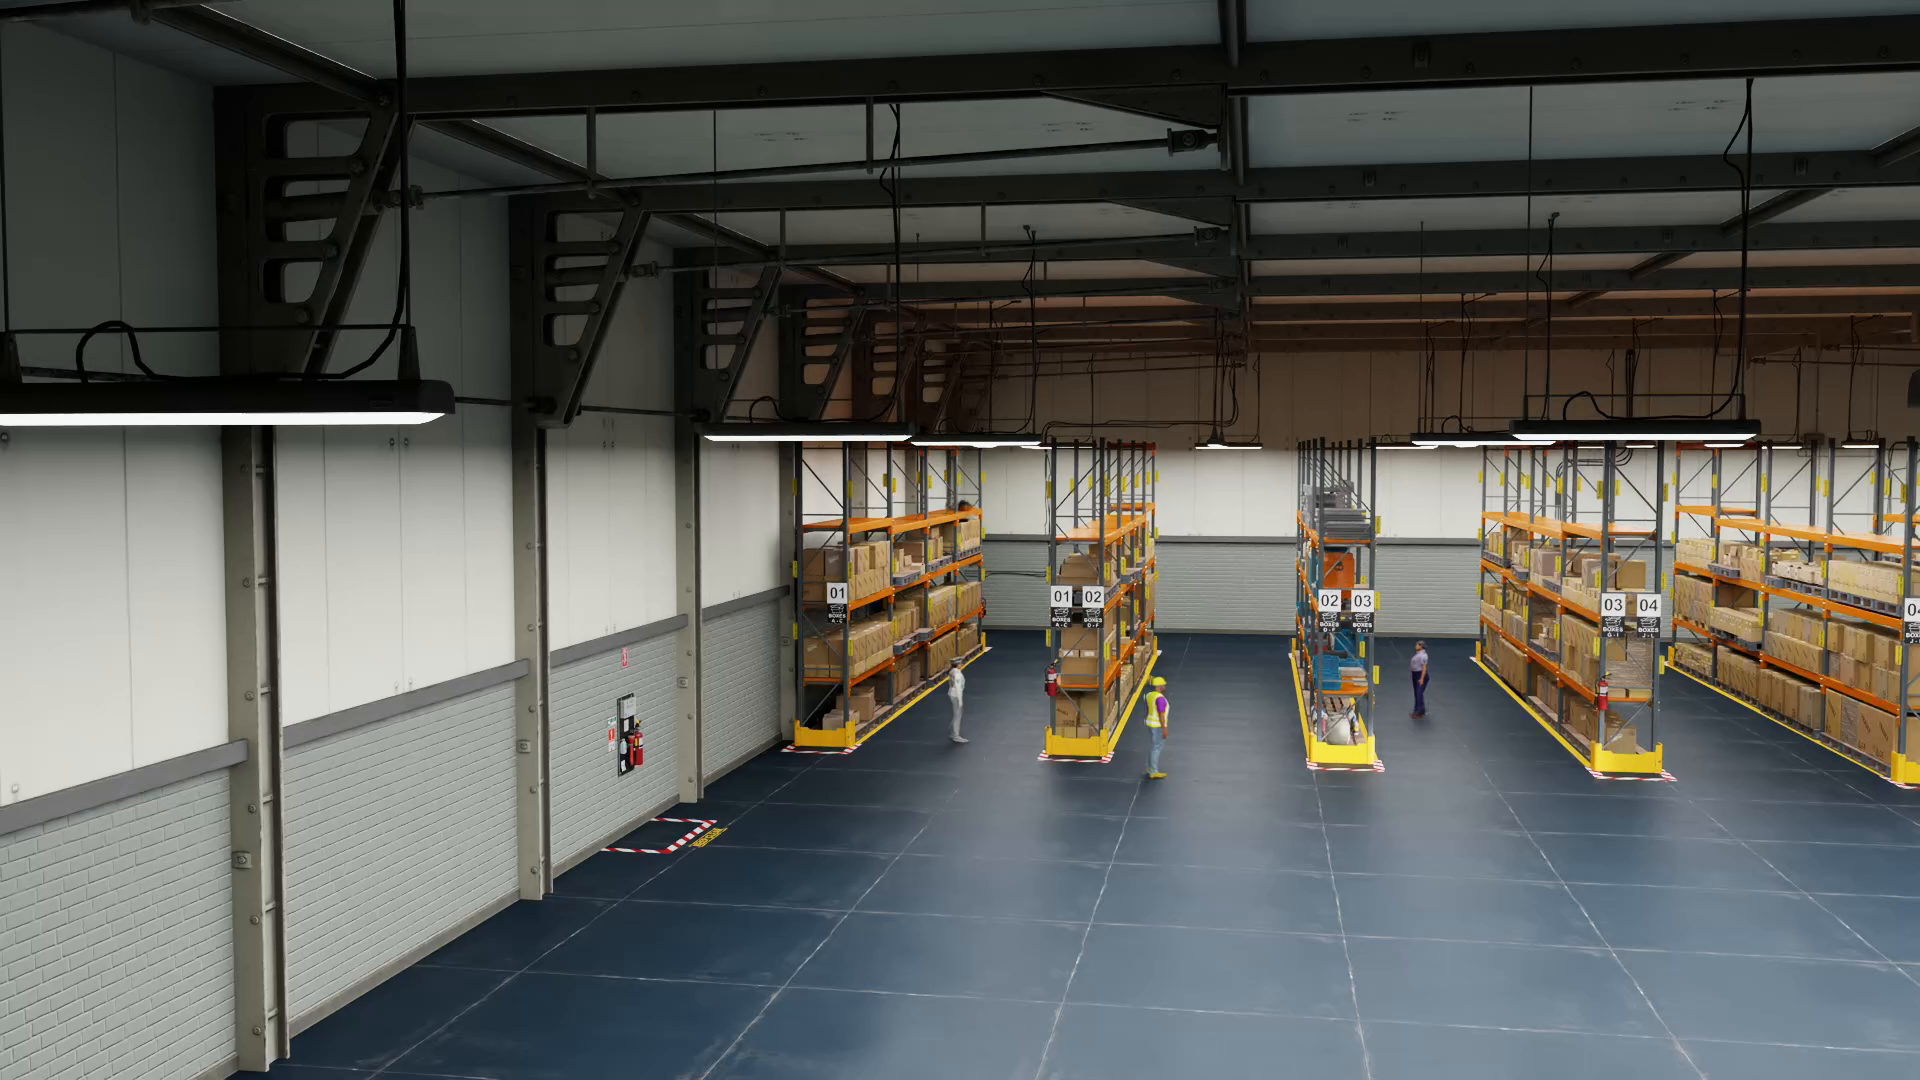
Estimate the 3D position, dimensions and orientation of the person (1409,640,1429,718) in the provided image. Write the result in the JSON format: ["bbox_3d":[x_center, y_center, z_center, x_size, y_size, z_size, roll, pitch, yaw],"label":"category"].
[{"bbox_3d":[9.883,3.007,35.985,0.536,1.630,0.524,-1,3,-12],"label":"person"}]

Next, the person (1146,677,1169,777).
[{"bbox_3d":[3.507,3.311,29.294,0.426,1.798,0.672,-1,3,-15],"label":"person"}]

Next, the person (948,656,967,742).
[{"bbox_3d":[-0.064,3.182,32.944,0.341,1.759,0.560,-1,3,-13],"label":"person"}]
